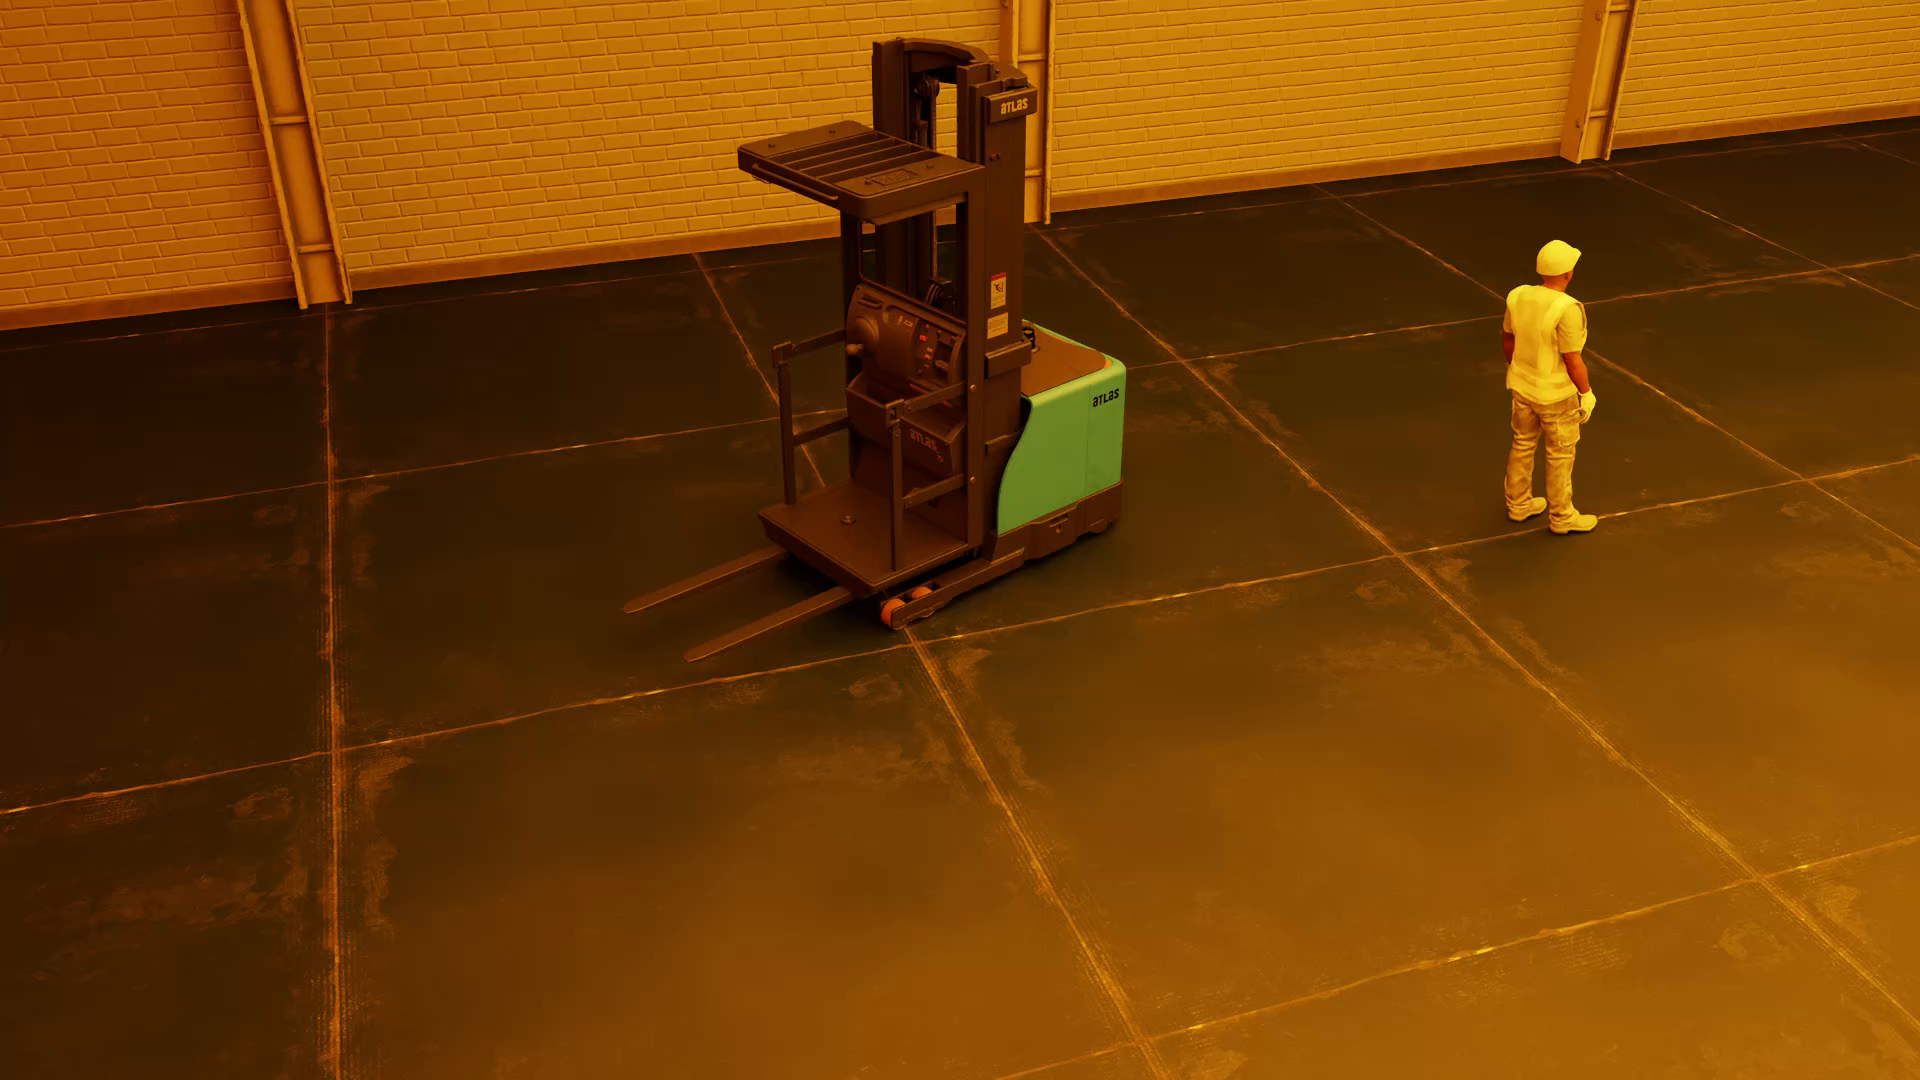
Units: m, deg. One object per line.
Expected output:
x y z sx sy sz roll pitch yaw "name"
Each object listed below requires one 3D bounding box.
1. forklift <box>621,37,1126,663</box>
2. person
-0.461 -1.072 8.951 3.031 2.935 1.130 -23 37 -34 "forklift"
3.510 -0.919 9.822 0.577 1.782 0.656 -14 33 -23 "person"
